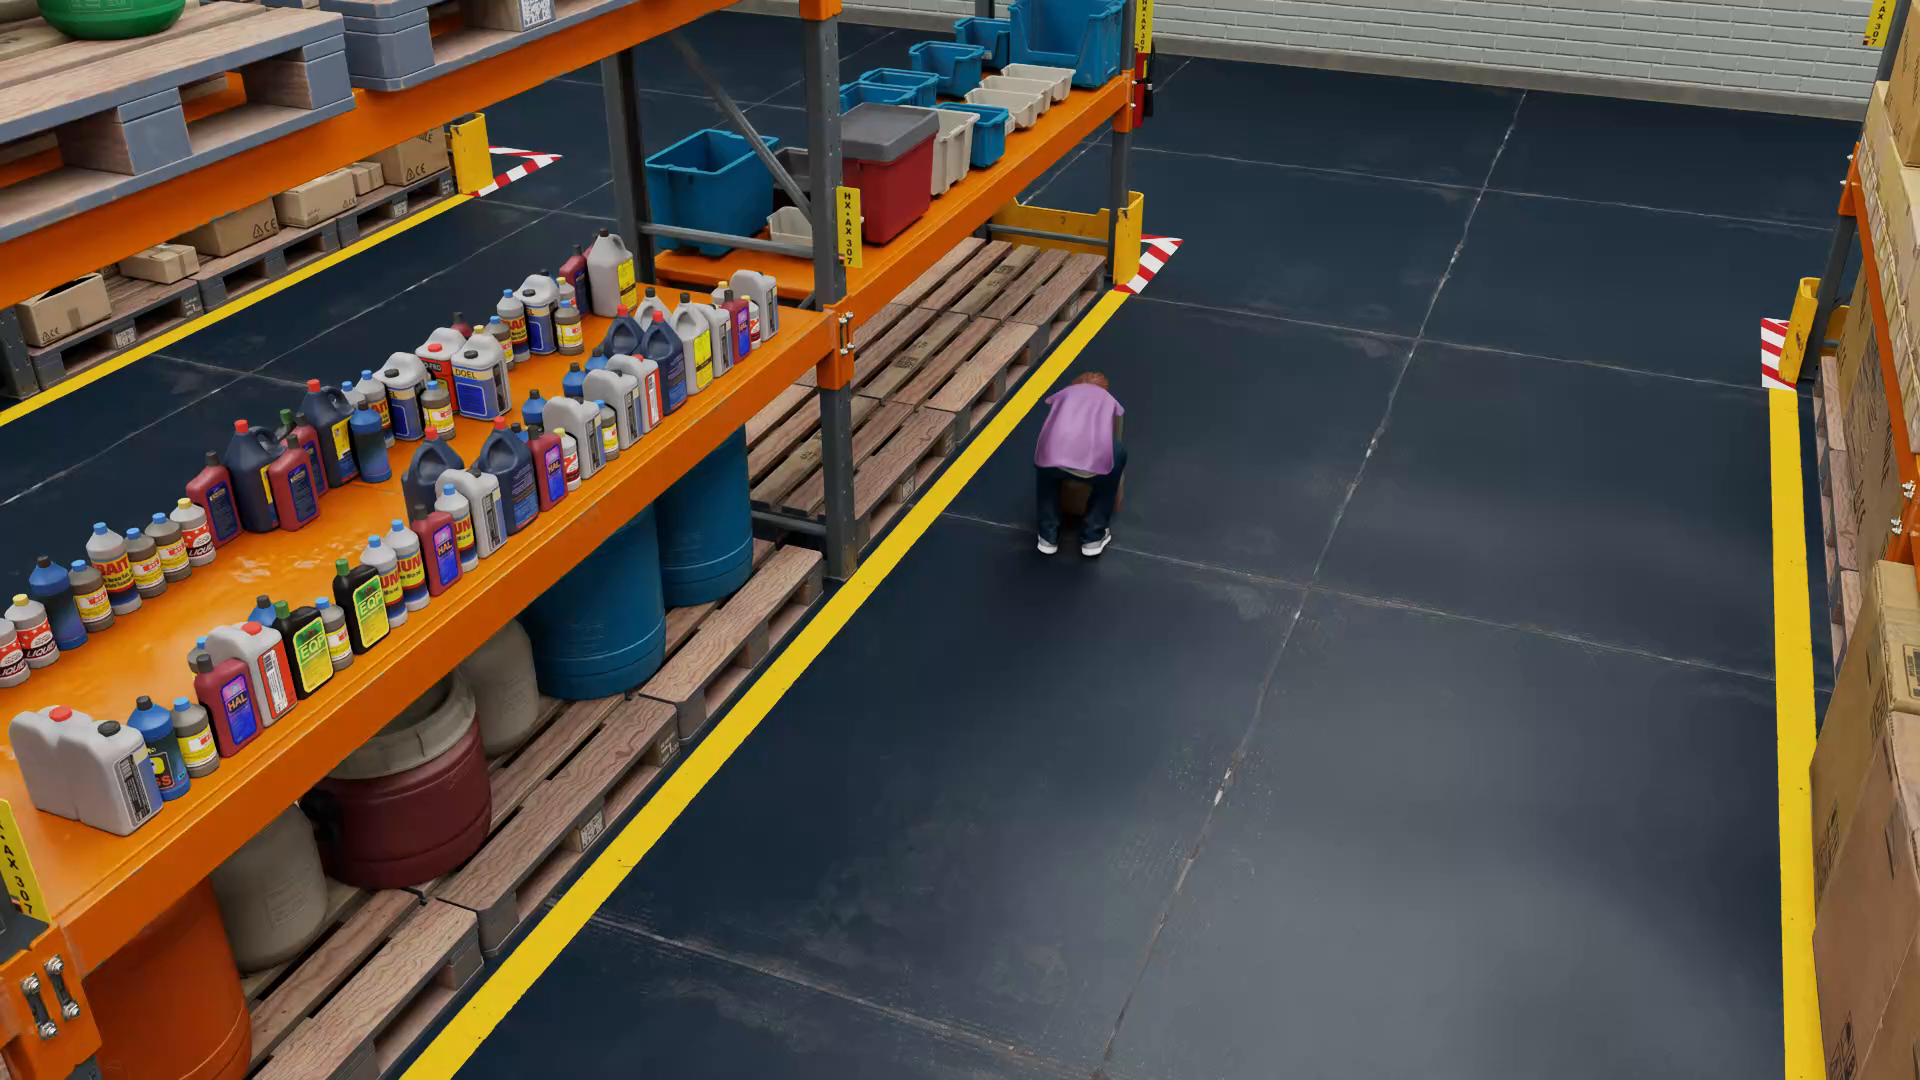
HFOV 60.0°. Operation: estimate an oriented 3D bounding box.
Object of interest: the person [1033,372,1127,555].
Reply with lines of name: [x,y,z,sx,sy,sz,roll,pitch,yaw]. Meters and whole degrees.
person: [0.551,-0.347,7.627,0.422,0.767,0.873,6,31,11]
